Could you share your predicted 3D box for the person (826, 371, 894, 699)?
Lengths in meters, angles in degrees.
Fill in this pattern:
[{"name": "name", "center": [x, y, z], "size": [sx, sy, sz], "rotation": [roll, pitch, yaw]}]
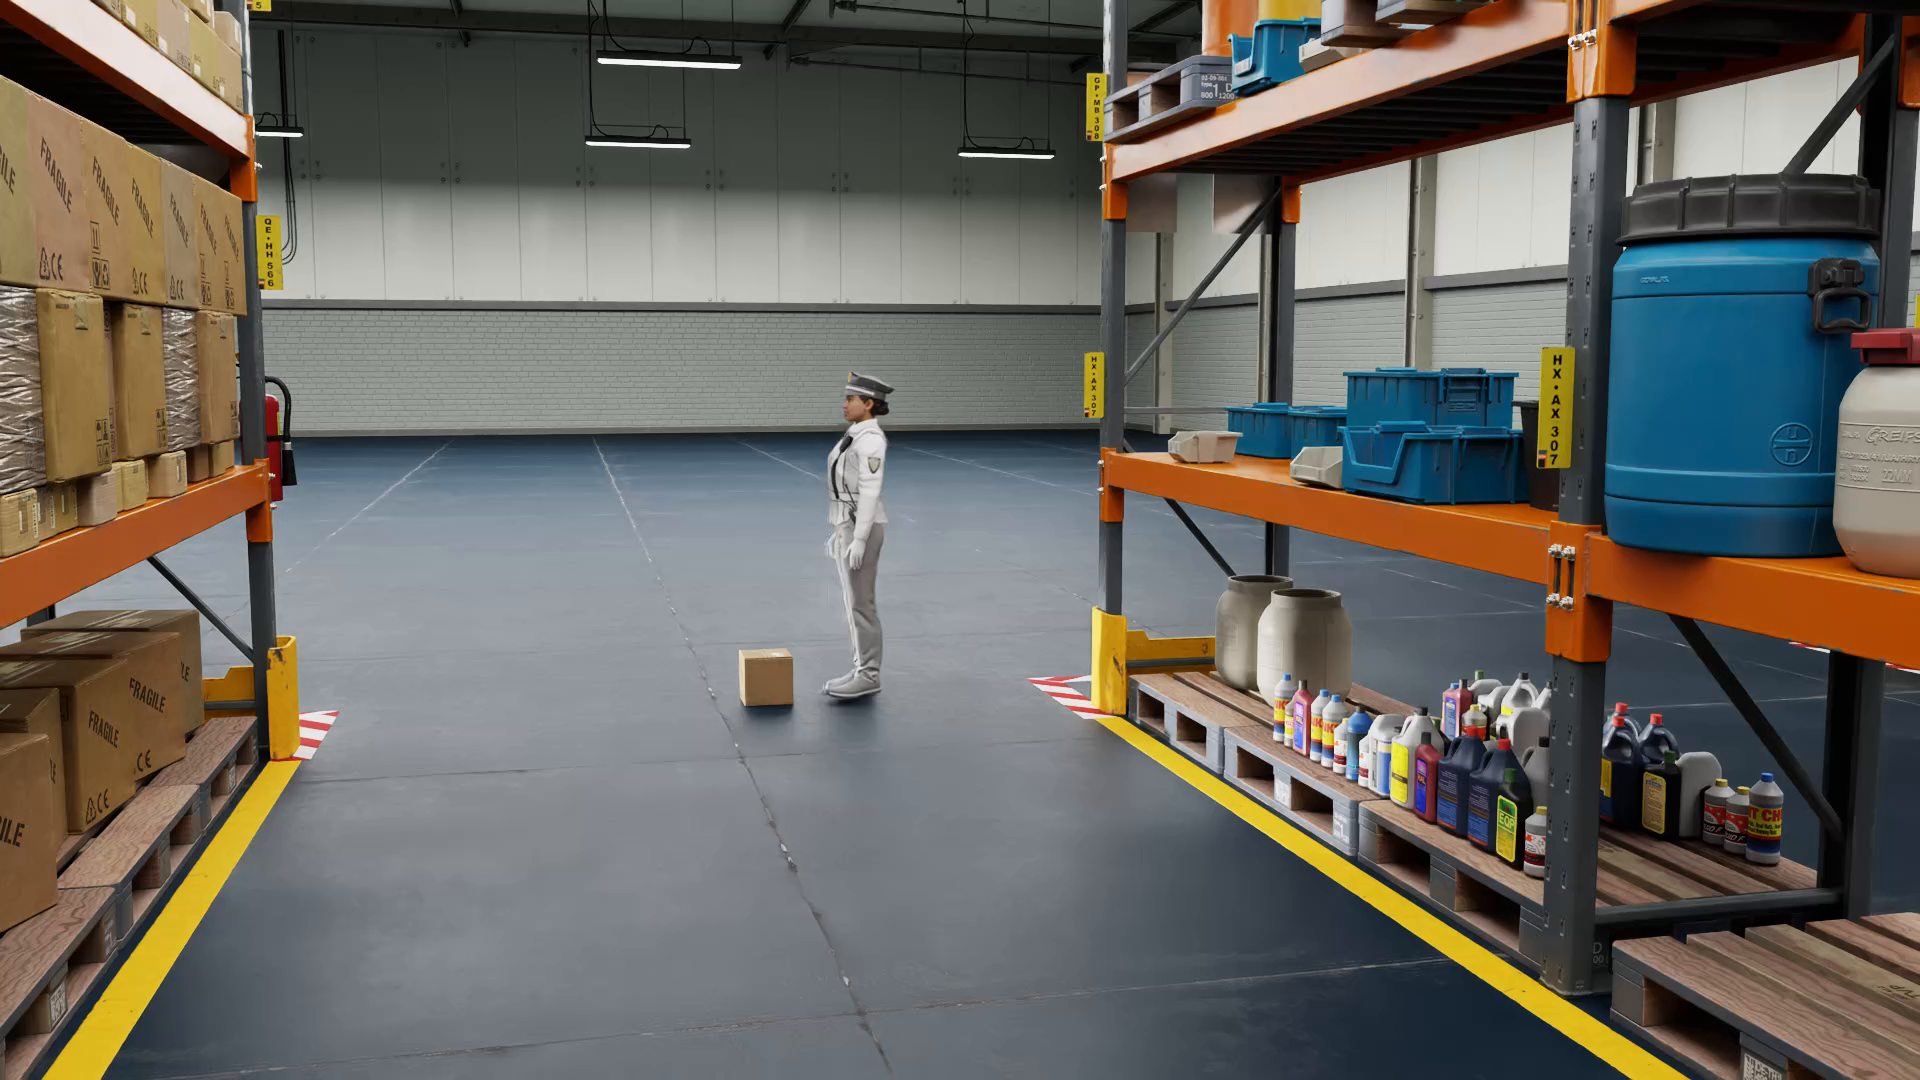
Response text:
[{"name": "person", "center": [-0.521, -0.032, 8.667], "size": [0.363, 1.695, 0.489], "rotation": [-1, 6, -13]}]
